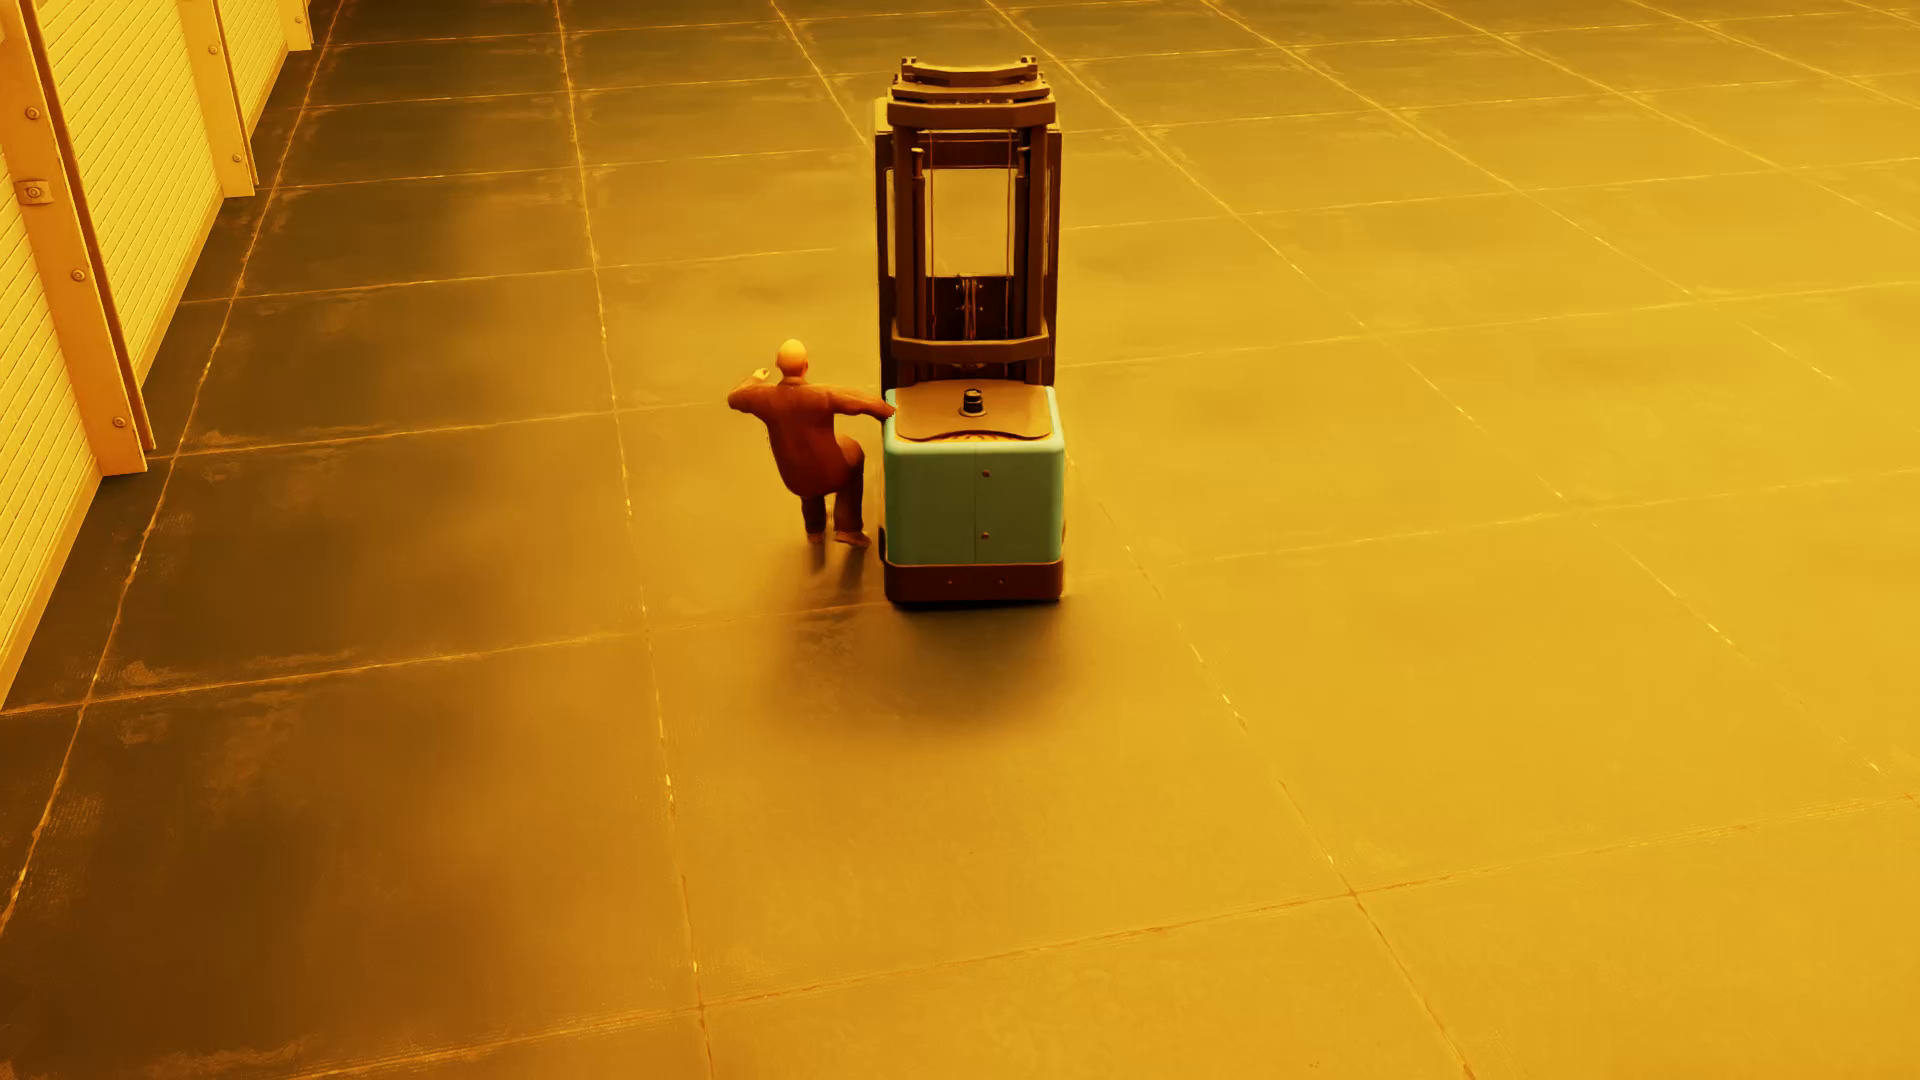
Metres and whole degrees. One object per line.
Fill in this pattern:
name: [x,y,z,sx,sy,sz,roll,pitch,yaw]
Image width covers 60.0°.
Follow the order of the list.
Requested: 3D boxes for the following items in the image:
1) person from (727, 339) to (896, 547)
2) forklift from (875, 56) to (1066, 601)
person: [-0.846,-0.593,10.008,1.037,1.537,0.913,2,30,3]
forklift: [0.040,-1.611,10.357,1.130,2.935,3.031,-1,30,-2]
